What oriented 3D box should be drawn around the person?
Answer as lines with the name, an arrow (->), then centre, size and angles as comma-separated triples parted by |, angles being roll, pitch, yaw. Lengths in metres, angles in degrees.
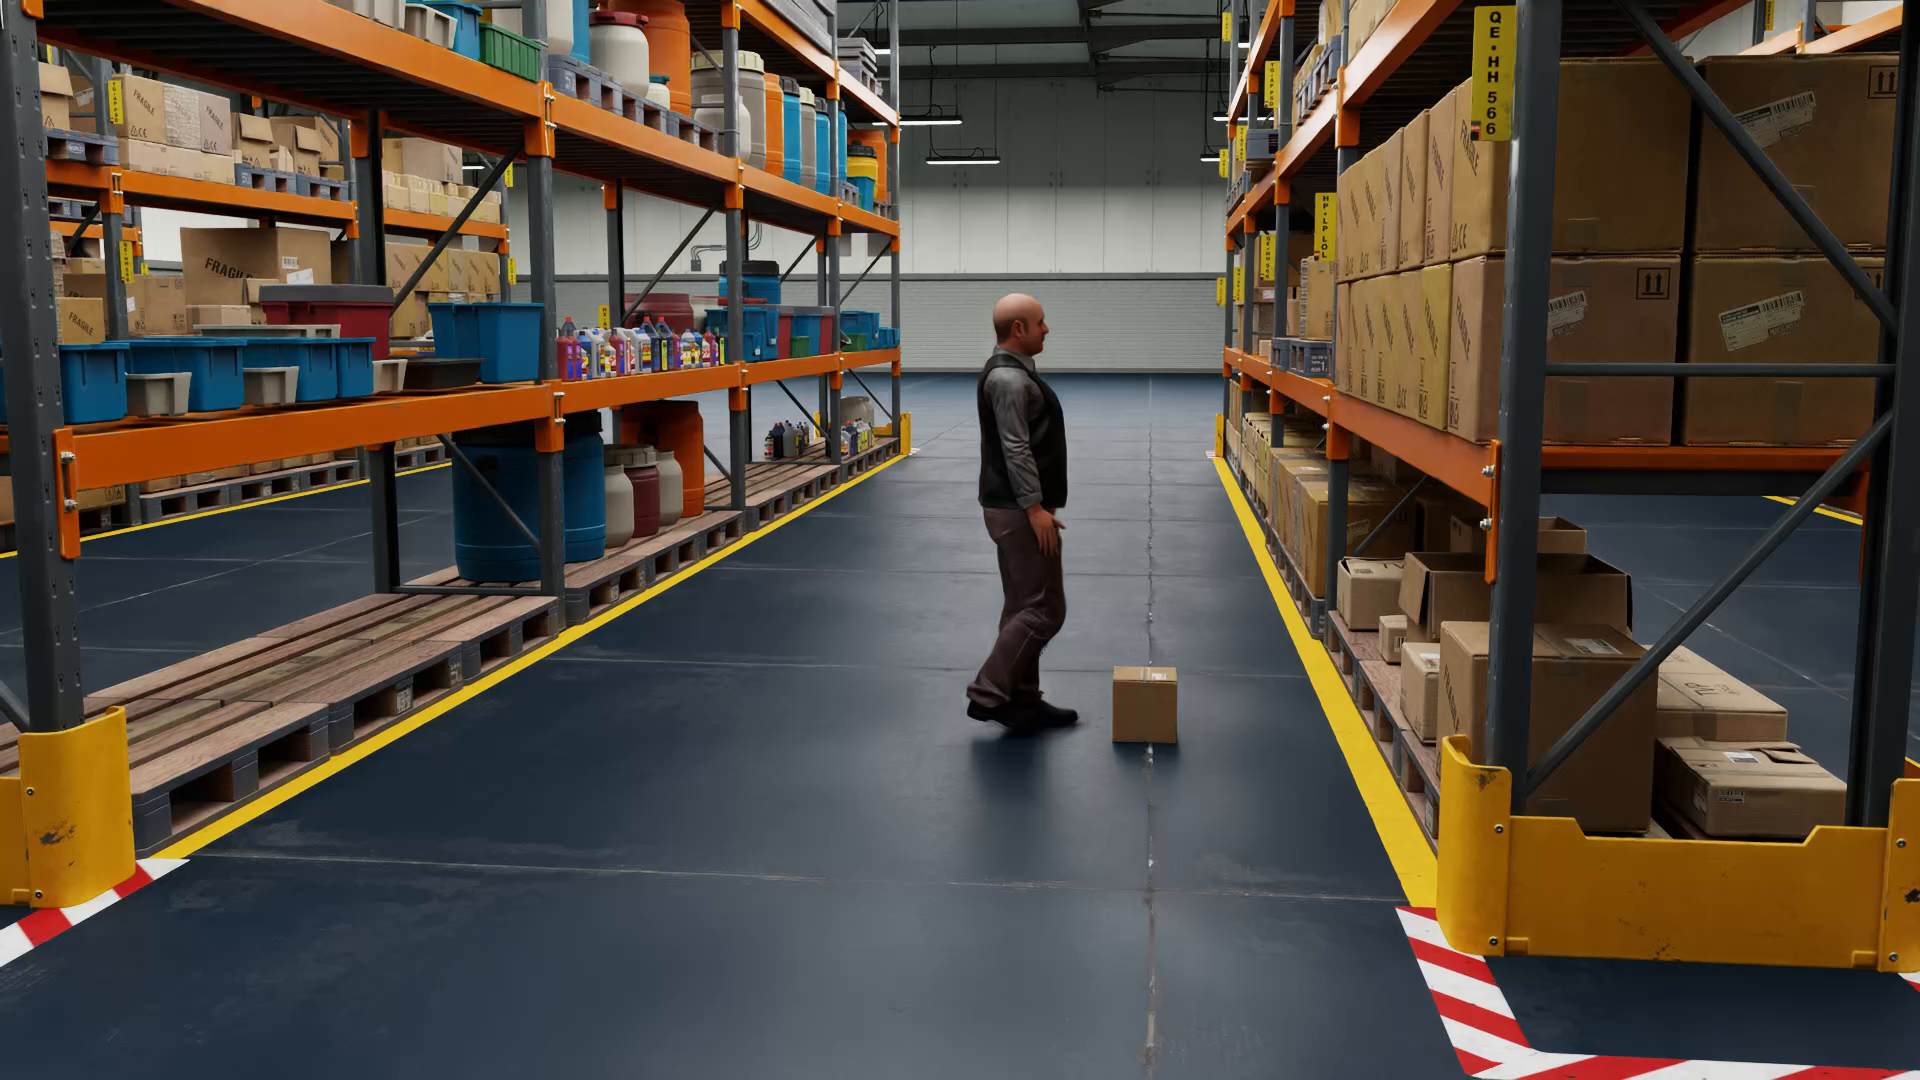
person -> 0.253, -0.097, 6.549 | 0.463, 1.731, 0.552 | 0, 8, -1
